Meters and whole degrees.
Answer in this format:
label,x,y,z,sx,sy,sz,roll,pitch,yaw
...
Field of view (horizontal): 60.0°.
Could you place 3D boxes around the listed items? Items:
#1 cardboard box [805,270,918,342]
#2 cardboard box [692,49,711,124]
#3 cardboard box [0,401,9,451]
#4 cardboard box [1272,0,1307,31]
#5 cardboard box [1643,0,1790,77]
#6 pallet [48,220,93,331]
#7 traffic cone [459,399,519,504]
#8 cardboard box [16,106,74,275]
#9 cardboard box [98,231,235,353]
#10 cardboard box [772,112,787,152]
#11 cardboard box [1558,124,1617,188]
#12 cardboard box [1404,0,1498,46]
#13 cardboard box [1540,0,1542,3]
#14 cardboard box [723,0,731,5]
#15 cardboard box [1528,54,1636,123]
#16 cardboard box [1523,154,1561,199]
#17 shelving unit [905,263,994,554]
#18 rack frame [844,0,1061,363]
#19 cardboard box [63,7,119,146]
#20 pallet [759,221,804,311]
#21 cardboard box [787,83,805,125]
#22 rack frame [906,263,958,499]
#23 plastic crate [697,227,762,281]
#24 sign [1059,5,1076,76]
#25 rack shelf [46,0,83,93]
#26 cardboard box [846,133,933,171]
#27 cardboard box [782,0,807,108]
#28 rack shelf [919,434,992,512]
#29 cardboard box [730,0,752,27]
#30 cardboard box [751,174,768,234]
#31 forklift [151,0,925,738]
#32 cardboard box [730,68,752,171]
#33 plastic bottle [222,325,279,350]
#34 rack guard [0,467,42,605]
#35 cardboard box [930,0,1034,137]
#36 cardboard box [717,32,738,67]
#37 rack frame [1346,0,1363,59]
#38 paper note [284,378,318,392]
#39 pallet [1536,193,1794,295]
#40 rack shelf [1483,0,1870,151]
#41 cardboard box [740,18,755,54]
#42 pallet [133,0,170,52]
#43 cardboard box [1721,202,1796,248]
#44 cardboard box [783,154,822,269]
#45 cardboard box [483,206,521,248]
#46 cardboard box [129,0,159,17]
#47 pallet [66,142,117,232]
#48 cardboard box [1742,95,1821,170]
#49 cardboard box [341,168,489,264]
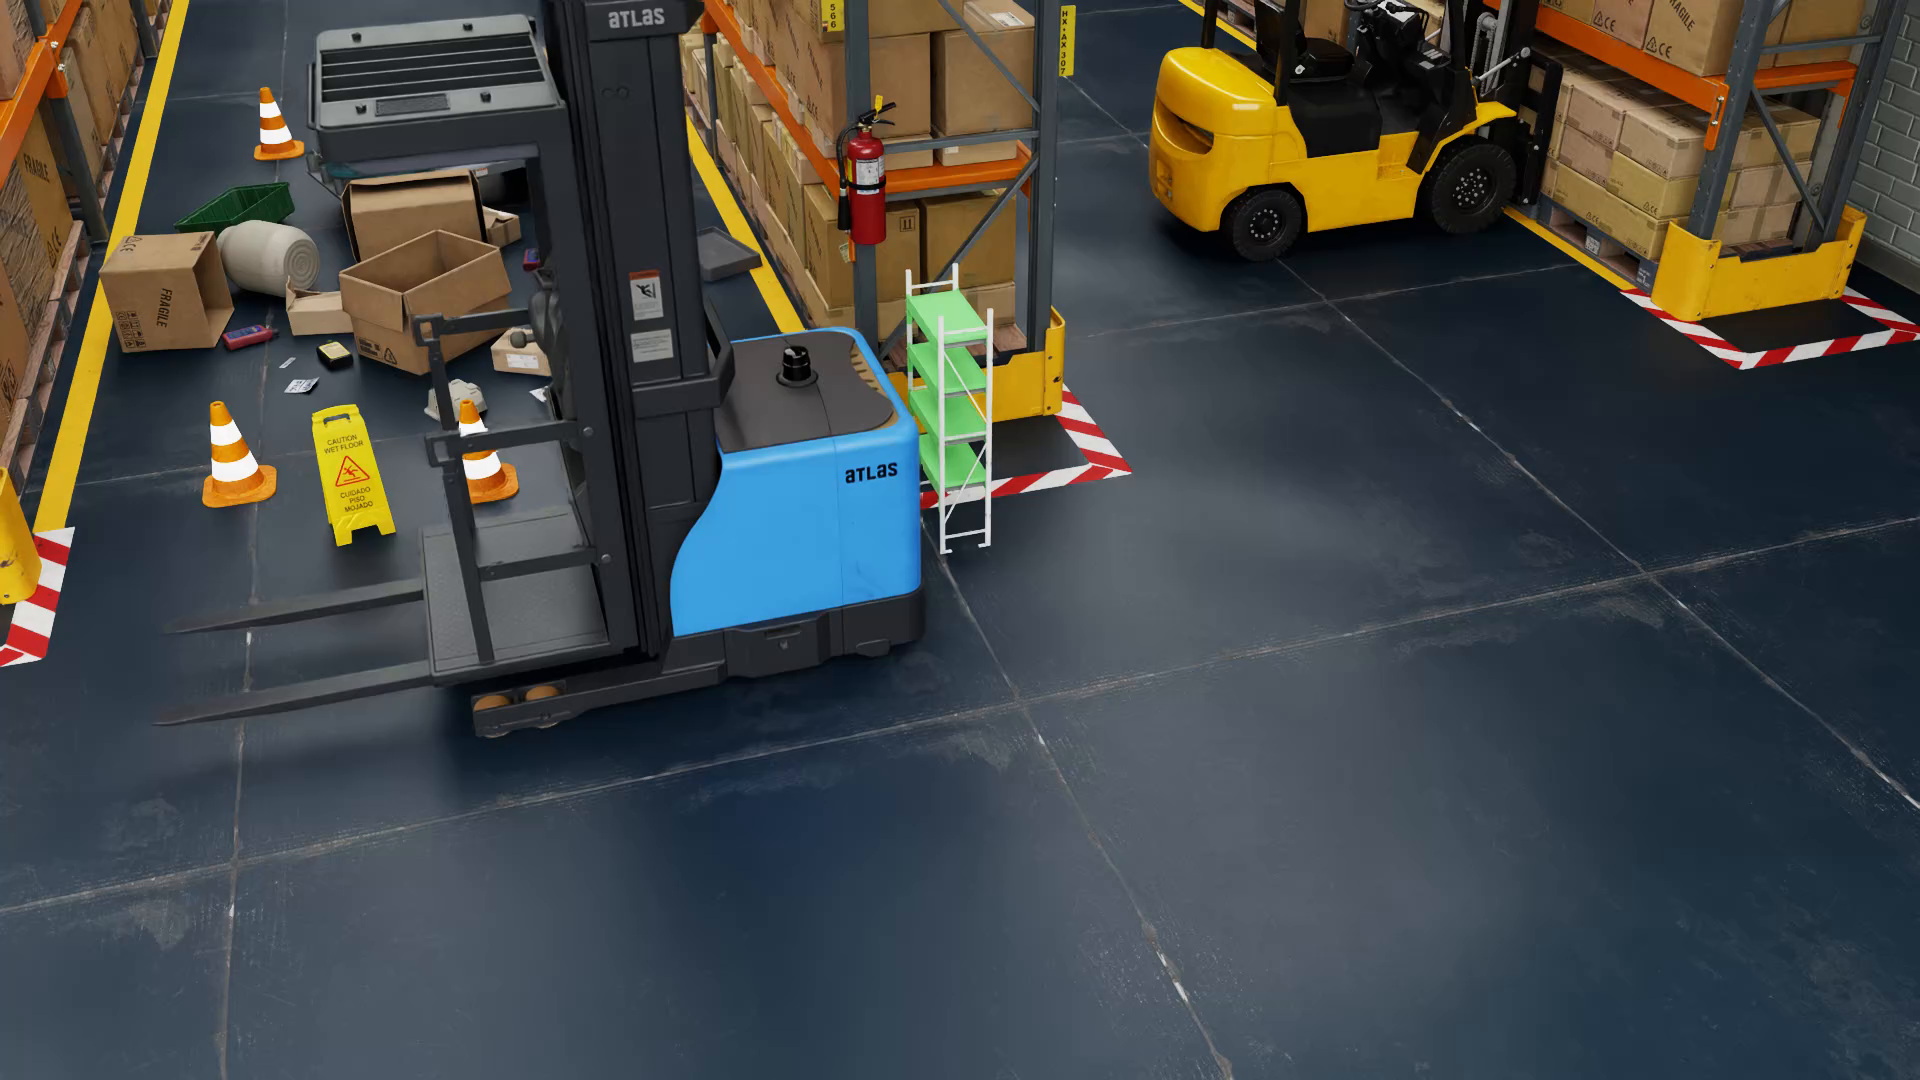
label,x,y,z,sx,sy,sz,roll,pitch,yaw
cardboard box,-0.540,-1.297,9.106,0.500,0.250,0.500,-10,35,-15
cardboard box,-1.412,-3.332,12.074,0.950,0.372,0.625,-10,35,-14
cardboard box,-4.983,-0.626,7.523,0.875,0.875,0.875,-10,35,-14
cardboard box,3.077,-4.680,13.884,0.875,0.625,0.625,-10,35,-15
cardboard box,4.296,-2.970,9.434,0.500,0.500,0.500,-11,35,-16
pallet,-5.776,-1.517,9.854,1.003,0.211,1.213,-10,35,-15
traffic cone,-2.343,-0.463,8.031,0.336,0.463,0.334,-10,35,-15
cardboard box,-5.808,-2.039,9.661,0.875,0.875,0.875,-9,35,-14
cardboard box,-4.482,-1.408,9.425,0.500,0.500,0.500,-4,34,-6
cardboard box,-0.851,-2.319,9.383,0.380,0.149,0.250,-9,34,-13
cardboard box,4.108,-2.419,10.350,0.500,0.250,0.500,-10,35,-15
cardboard box,3.471,-3.683,11.809,0.500,0.250,0.500,-10,35,-15
cardboard box,3.826,-3.775,10.652,0.500,0.500,0.500,-10,35,-14
cardboard box,-1.333,-3.530,10.599,0.380,0.149,0.250,-9,35,-13
cardboard box,3.934,-2.879,10.593,0.500,0.250,0.500,-10,35,-14
cardboard box,3.966,-2.463,10.869,0.500,0.250,0.500,-10,35,-14
shelving unit,-0.050,-0.587,7.551,0.258,1.200,0.503,-10,35,-15
rack frame,-0.030,-1.878,7.871,1.000,3.000,0.127,-10,35,-15
cardboard box,-6.499,-3.147,11.451,1.050,0.750,0.750,-10,35,-15
pallet,-0.635,-1.826,10.322,1.003,0.211,1.213,-10,35,-15
cardboard box,-0.695,-2.316,8.762,0.380,0.149,0.250,-9,35,-14
rack frame,-0.125,-0.716,7.744,0.240,1.200,0.015,-10,35,-15
plastic crate,-1.552,-1.797,10.398,0.402,0.080,0.583,-23,40,-31
sign,0.487,-2.330,7.770,0.100,0.325,0.005,-10,35,-15
rack shelf,-6.543,-3.842,11.496,1.077,0.370,4.000,-10,35,-15
cardboard box,-0.347,-1.933,8.183,0.380,0.149,0.250,-9,34,-13
cardboard box,-0.606,-2.546,8.521,0.500,0.500,0.500,-10,35,-15
rack shelf,-0.050,-0.334,7.718,0.258,0.148,0.480,-10,35,-15
cardboard box,-1.065,-3.340,9.724,0.500,0.500,0.500,-10,35,-15
cardboard box,-0.989,-2.094,10.312,0.500,0.250,0.500,-10,35,-15
forklift,-1.722,-0.770,6.257,3.031,2.935,1.130,-10,35,-15
cardboard box,-1.152,-2.684,10.525,0.500,0.500,0.500,-9,34,-13
plastic bottle,-4.028,-1.160,9.451,0.283,0.061,0.133,-23,40,-31
rack guard,-4.706,0.063,7.201,1.175,0.500,0.348,-10,35,-15
cardboard box,0.090,-2.339,8.208,0.500,0.500,0.500,-11,35,-15
cardboard box,-1.346,-3.158,10.654,0.380,0.149,0.250,-10,35,-14
rack frame,3.476,-4.814,12.315,1.000,3.000,0.127,-10,35,-15
paper note,-3.562,-0.840,8.995,0.144,0.017,0.142,1,33,2
pallet,4.423,-1.945,10.503,1.003,0.211,1.213,-10,35,-15
rack shelf,4.086,-3.464,10.924,1.077,0.370,4.000,-10,35,-15
cardboard box,-1.078,-2.980,9.767,0.380,0.149,0.250,-10,35,-15
pallet,-7.390,-4.440,14.277,1.003,0.211,1.213,-10,35,-15
cardboard box,4.733,-2.033,10.219,0.500,0.250,0.500,-10,35,-15
cardboard box,-0.685,-1.869,9.290,0.500,0.500,0.500,-9,34,-13
cardboard box,-3.045,-2.048,10.609,0.396,0.266,0.258,19,38,26
cardboard box,-7.126,-4.739,14.087,0.500,0.500,0.500,-11,35,-17
pallet,-6.240,-2.321,11.072,1.003,0.211,1.213,-10,35,-15
cardboard box,4.730,-2.444,9.934,0.500,0.250,0.500,-11,35,-15
cardboard box,-3.270,-1.879,10.014,0.797,0.637,0.503,-10,35,-15
